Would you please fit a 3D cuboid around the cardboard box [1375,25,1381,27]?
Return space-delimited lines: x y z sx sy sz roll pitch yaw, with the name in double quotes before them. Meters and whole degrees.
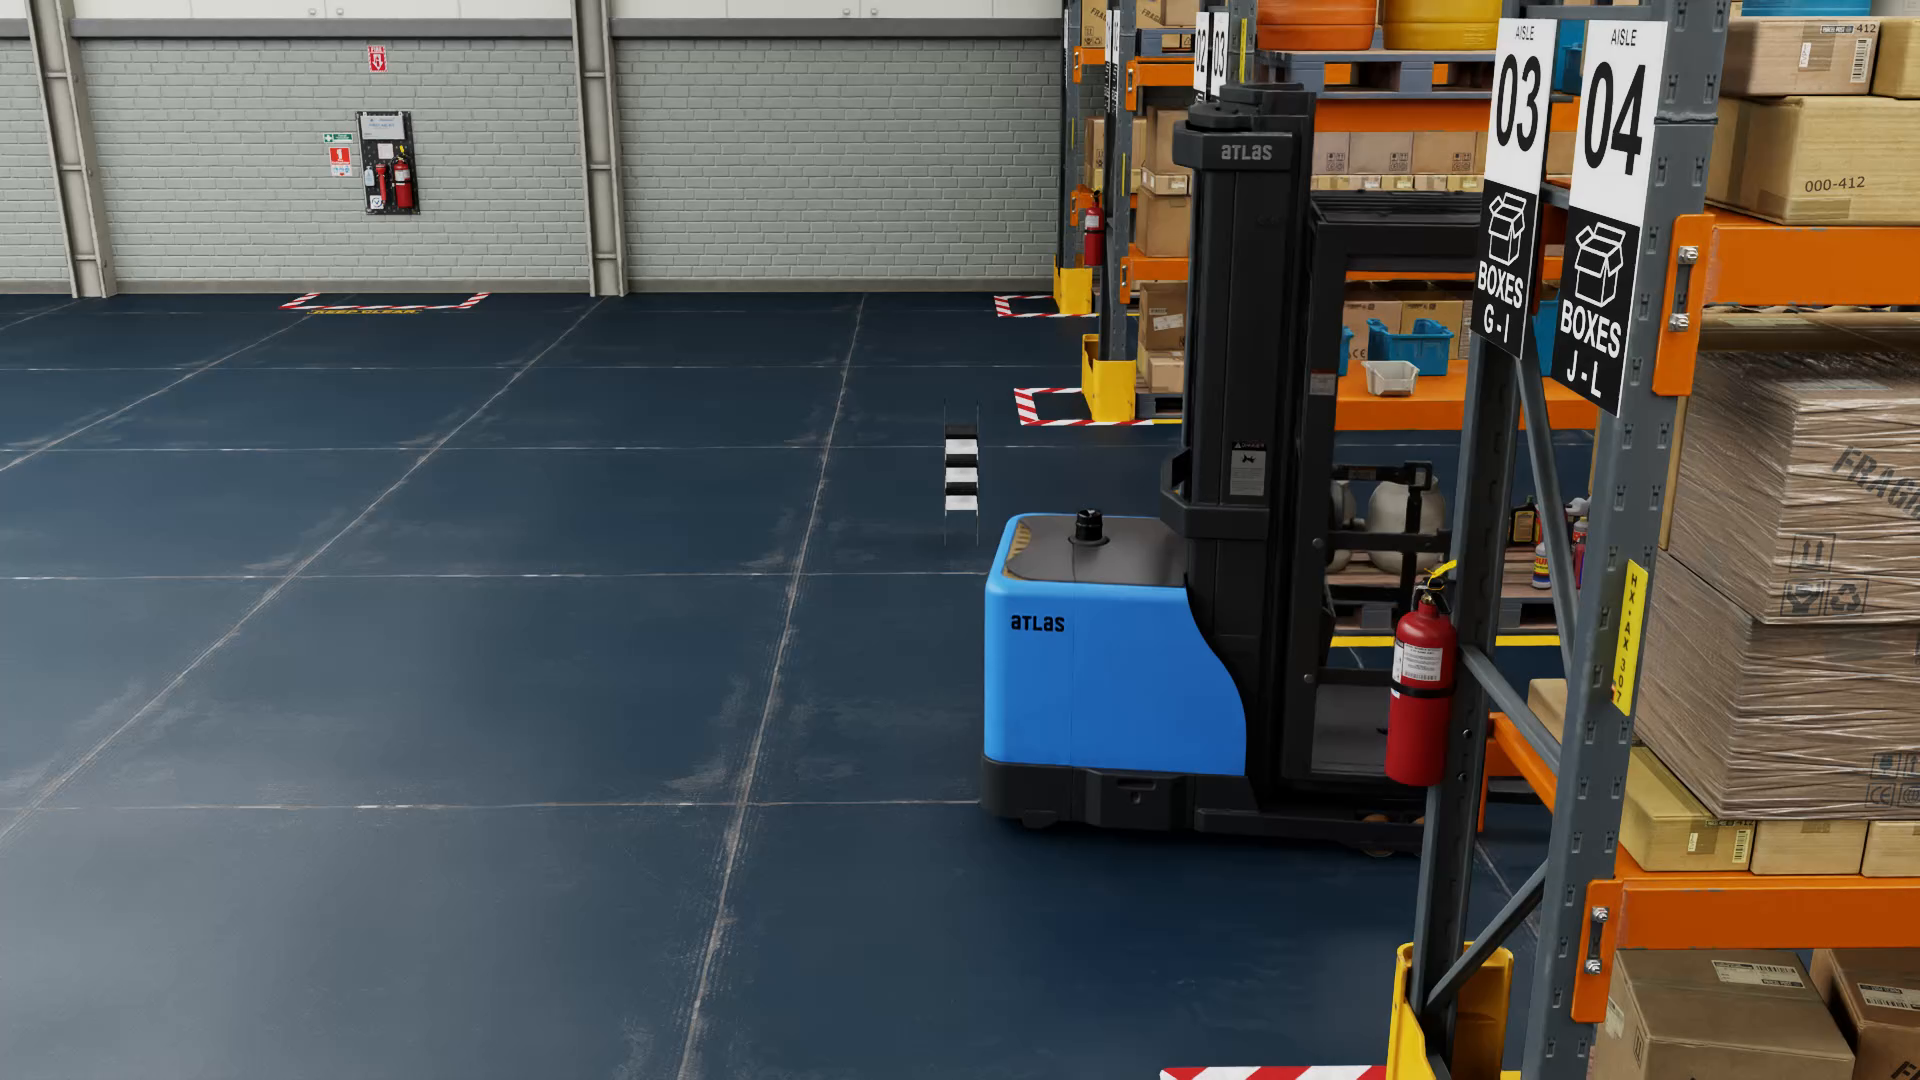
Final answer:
"cardboard box" 4.183 -5.511 17.709 0.500 0.500 0.500 -2 18 -6

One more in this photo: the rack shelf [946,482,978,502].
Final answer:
"rack shelf" 0.008 -0.311 10.448 0.200 0.077 0.258 0 18 -1

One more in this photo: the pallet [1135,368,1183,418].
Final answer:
"pallet" 2.036 -1.259 14.125 1.213 0.211 1.003 0 18 -1

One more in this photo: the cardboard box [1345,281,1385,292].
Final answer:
"cardboard box" 3.303 -1.922 14.216 0.500 0.500 0.500 0 18 -1

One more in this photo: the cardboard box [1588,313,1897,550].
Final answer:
"cardboard box" 1.971 -0.288 4.246 0.500 0.500 0.500 0 18 -1

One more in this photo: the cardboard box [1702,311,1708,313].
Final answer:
"cardboard box" 6.192 -1.841 14.271 0.500 0.311 0.500 0 18 1

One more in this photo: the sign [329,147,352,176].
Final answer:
"sign" -7.149 -4.367 19.192 0.234 0.329 0.001 0 18 -1

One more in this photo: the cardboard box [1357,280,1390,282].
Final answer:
"cardboard box" 4.655 -2.951 18.753 0.250 0.166 0.380 -3 18 -8

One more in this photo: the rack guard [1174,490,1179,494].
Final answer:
"rack guard" 1.422 0.119 9.360 0.348 0.500 1.175 0 18 -1

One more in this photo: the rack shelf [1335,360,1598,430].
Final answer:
"rack shelf" 3.346 -0.724 9.072 4.000 0.370 1.077 0 18 -1

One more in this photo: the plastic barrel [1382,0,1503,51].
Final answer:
"plastic barrel" 2.485 -2.819 8.519 0.600 0.588 0.600 0 18 0

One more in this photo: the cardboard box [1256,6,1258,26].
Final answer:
"cardboard box" 2.451 -4.097 12.992 0.250 0.149 0.380 0 18 -1

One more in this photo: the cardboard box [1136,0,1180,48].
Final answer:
"cardboard box" 2.066 -5.485 17.629 0.500 0.500 0.500 1 18 3

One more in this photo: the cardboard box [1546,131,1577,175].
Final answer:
"cardboard box" 4.828 -3.250 13.482 0.500 0.500 0.700 0 18 -1

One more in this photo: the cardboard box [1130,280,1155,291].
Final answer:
"cardboard box" 1.884 -2.988 18.632 0.500 0.311 0.500 -2 18 -7

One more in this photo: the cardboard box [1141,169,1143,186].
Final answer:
"cardboard box" 2.202 -3.933 18.111 0.500 0.250 0.500 -1 18 -3

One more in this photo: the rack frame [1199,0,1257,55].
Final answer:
"rack frame" 1.347 -3.914 8.015 0.127 3.000 1.000 0 18 -1

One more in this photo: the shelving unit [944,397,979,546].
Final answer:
"shelving unit" 0.008 -0.429 10.410 0.210 0.900 0.258 0 18 -1

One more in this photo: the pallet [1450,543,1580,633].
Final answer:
"pallet" 3.451 0.249 9.426 1.213 0.211 1.003 0 18 -1

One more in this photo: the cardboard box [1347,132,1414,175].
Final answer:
"cardboard box" 3.323 -3.243 13.459 0.500 0.500 0.700 0 18 -1

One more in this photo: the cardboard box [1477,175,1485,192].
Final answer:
"cardboard box" 4.232 -2.875 13.373 0.250 0.149 0.380 0 18 -1

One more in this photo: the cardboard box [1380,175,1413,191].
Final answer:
"cardboard box" 3.468 -2.871 13.361 0.250 0.149 0.380 0 18 1

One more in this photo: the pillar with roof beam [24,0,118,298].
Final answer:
"pillar with roof beam" -10.054 -5.834 14.003 0.400 9.000 9.100 0 18 -1

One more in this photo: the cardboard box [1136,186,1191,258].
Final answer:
"cardboard box" 1.739 -2.616 13.627 0.500 0.500 0.700 0 18 -1

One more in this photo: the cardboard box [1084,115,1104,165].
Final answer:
"cardboard box" 1.658 -4.445 18.479 0.500 0.500 0.500 0 18 -1

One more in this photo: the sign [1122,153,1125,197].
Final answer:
"sign" 1.275 -2.850 12.975 0.005 0.325 0.100 0 18 -1

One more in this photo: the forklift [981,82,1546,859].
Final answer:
"forklift" 1.644 -0.299 6.681 3.031 2.935 1.130 2 18 7

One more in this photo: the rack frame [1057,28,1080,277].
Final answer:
"rack frame" 1.190 -4.083 18.364 0.127 3.000 1.000 0 18 -1

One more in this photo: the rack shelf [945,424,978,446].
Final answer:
"rack shelf" 0.008 -0.654 10.338 0.200 0.077 0.258 0 18 -1

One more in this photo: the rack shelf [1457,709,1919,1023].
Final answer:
"rack shelf" 3.425 0.789 4.356 4.000 0.370 1.077 0 18 -1

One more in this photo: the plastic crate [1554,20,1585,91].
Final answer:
"plastic crate" 3.249 -2.579 8.791 0.575 0.384 0.392 0 18 -1

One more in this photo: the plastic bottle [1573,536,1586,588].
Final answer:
"plastic bottle" 3.391 0.118 8.996 0.133 0.283 0.061 0 18 0

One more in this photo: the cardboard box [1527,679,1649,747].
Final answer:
"cardboard box" 1.707 0.511 4.455 0.250 0.149 0.380 0 18 -1

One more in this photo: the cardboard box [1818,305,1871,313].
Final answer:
"cardboard box" 7.708 -1.846 14.289 0.500 0.311 0.500 -1 18 -2

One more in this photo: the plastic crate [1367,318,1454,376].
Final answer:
"plastic crate" 2.492 -1.081 9.251 0.408 0.251 0.499 0 18 -1

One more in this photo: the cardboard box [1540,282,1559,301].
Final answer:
"cardboard box" 4.803 -1.930 14.240 0.500 0.500 0.500 0 18 -1

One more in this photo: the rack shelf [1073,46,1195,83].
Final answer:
"rack shelf" 3.190 -5.178 18.046 4.000 0.370 1.077 0 18 -1

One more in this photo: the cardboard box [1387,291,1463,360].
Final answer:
"cardboard box" 3.812 -1.765 13.727 0.500 0.500 0.500 0 18 -1

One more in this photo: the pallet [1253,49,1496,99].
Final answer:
"pallet" 2.175 -2.369 8.422 1.213 0.211 1.003 0 18 -1

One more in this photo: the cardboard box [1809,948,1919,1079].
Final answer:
"cardboard box" 2.647 1.435 4.569 0.500 0.500 0.500 4 18 14

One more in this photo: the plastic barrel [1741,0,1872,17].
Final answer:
"plastic barrel" 4.349 -2.971 8.480 0.708 0.901 0.600 0 18 -1

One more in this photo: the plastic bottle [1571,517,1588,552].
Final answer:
"plastic bottle" 3.588 -0.032 9.598 0.097 0.201 0.097 0 18 0

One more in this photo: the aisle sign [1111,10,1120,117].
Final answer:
"aisle sign" 1.211 -3.714 12.958 0.004 0.787 0.394 0 18 -1

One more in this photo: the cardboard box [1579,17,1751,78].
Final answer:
"cardboard box" 1.698 -1.188 4.021 0.250 0.149 0.380 0 18 -1

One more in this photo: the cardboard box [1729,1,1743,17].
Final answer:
"cardboard box" 5.888 -4.146 13.209 0.500 0.250 0.500 2 18 5

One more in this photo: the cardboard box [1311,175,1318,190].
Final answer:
"cardboard box" 2.700 -2.868 13.351 0.250 0.149 0.380 -1 18 -3

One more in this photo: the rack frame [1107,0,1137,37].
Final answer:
"rack frame" 1.272 -5.426 12.732 0.127 3.000 1.000 0 18 -1

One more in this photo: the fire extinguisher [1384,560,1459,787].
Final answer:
"fire extinguisher" 1.303 0.352 4.665 0.183 0.674 0.296 0 18 -1

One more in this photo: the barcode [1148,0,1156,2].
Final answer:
"barcode" 1.566 -4.423 13.565 0.075 0.075 0.001 0 18 -1

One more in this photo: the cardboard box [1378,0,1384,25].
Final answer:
"cardboard box" 3.623 -4.364 13.244 0.637 0.503 0.797 2 18 5

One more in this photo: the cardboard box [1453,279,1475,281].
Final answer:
"cardboard box" 5.926 -3.130 18.766 0.500 0.500 0.700 0 18 1

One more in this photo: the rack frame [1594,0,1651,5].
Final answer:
"rack frame" 5.272 -5.446 12.792 0.127 3.000 1.000 0 18 -1

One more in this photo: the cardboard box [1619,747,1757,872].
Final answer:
"cardboard box" 1.714 0.647 4.032 0.250 0.149 0.380 0 18 -1

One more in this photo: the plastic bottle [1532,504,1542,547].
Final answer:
"plastic bottle" 3.429 -0.105 9.703 0.135 0.276 0.152 0 18 0

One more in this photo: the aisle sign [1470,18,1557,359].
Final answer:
"aisle sign" 1.358 -0.873 4.104 0.004 0.787 0.394 0 18 -1
